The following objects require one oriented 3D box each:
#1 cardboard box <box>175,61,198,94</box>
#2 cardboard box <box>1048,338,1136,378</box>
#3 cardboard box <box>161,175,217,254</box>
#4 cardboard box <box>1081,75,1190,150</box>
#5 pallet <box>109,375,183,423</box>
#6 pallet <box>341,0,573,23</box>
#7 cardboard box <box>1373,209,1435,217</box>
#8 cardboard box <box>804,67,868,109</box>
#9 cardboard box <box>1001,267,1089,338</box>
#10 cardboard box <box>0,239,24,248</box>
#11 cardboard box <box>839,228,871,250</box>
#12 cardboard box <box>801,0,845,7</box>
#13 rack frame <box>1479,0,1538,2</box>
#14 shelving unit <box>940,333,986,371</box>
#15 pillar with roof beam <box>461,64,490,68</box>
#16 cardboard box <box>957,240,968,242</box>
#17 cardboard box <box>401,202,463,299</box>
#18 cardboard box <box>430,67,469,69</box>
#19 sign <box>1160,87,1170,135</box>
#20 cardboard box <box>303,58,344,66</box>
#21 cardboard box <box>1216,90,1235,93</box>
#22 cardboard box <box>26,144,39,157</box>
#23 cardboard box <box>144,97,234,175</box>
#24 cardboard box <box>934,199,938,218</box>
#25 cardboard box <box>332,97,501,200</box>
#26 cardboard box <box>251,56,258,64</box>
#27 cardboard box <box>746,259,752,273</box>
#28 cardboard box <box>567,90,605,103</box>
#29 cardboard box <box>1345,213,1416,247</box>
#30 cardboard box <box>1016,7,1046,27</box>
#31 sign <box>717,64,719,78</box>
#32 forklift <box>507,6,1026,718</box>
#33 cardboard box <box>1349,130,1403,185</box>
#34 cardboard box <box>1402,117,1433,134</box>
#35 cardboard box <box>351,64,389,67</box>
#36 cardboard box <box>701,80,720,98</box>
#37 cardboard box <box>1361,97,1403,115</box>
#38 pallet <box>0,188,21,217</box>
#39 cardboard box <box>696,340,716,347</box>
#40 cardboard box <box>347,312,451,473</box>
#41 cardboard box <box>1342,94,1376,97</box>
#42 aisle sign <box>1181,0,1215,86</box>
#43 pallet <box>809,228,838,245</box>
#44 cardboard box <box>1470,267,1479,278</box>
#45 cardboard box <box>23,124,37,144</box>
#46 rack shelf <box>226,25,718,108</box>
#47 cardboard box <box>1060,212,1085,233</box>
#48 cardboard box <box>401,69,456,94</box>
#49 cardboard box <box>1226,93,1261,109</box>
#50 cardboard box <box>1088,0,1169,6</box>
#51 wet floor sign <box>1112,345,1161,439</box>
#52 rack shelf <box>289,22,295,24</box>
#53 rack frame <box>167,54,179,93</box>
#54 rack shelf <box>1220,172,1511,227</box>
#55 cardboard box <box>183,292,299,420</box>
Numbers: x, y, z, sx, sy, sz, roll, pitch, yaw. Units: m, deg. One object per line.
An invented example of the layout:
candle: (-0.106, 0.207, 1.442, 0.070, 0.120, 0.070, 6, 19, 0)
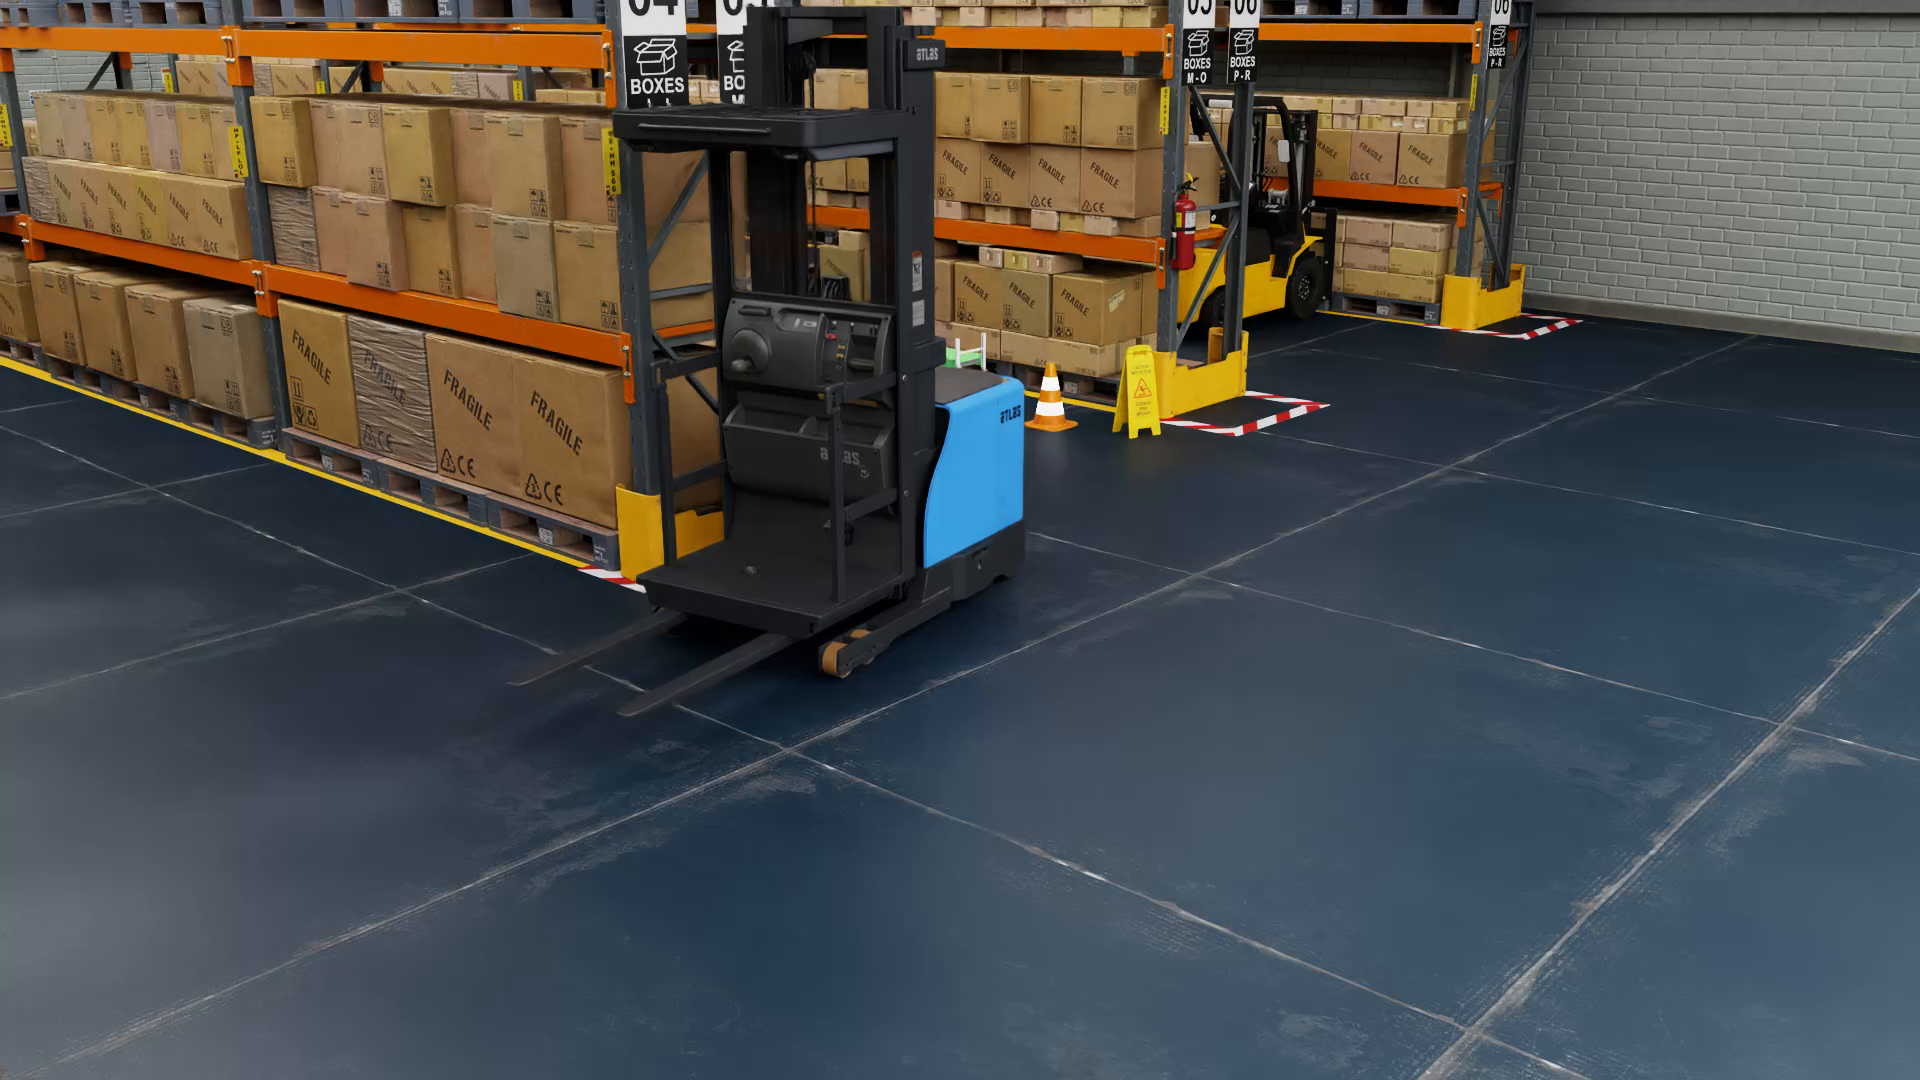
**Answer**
cardboard box: (-9.952, -6.059, 21.927, 0.500, 0.500, 0.500, 14, 23, 38)
cardboard box: (1.044, -1.479, 13.164, 0.500, 0.250, 0.500, 15, 23, 39)
cardboard box: (-5.302, -2.339, 11.859, 0.500, 0.500, 0.500, 15, 23, 39)
cardboard box: (1.318, -3.202, 12.433, 0.500, 0.500, 0.700, 14, 23, 38)
pallet: (-5.900, -1.200, 13.043, 1.213, 0.211, 1.003, 15, 23, 39)
pallet: (-2.843, -3.122, 9.678, 1.213, 0.211, 1.003, 15, 23, 39)
cardboard box: (4.527, -3.212, 16.972, 0.500, 0.250, 0.500, 15, 23, 39)
cardboard box: (-0.961, -3.815, 14.363, 0.500, 0.500, 0.700, 15, 23, 39)
cardboard box: (0.680, -1.936, 13.365, 0.500, 0.500, 0.500, 16, 24, 41)
cardboard box: (-8.419, -2.492, 14.704, 0.500, 0.250, 0.500, 15, 23, 40)
cardboard box: (-0.831, -2.624, 14.461, 0.250, 0.149, 0.380, 15, 23, 40)
cardboard box: (-0.999, -4.636, 14.058, 0.500, 0.250, 0.500, 14, 23, 38)
rack frame: (5.137, -6.466, 15.111, 0.127, 3.000, 1.000, 15, 23, 39)
shelving unit: (-0.124, -0.605, 9.535, 0.503, 1.200, 0.258, 15, 23, 39)
pillar with roof beam: (-11.106, -9.450, 24.513, 0.400, 9.000, 9.100, 15, 23, 39)
cardboard box: (0.105, -4.024, 20.563, 0.625, 0.625, 0.875, 16, 24, 41)
cardboard box: (-2.858, -1.822, 10.146, 0.500, 0.550, 0.875, 15, 23, 39)
cardboard box: (-5.871, -5.175, 19.142, 0.500, 0.500, 0.500, 16, 24, 41)
sign: (1.462, -3.064, 11.871, 0.005, 0.325, 0.100, 15, 23, 39)
cardboard box: (-7.572, -5.716, 19.773, 0.250, 0.149, 0.380, 14, 23, 38)
cardboard box: (2.952, -4.803, 18.058, 0.250, 0.149, 0.380, 15, 23, 39)
cardboard box: (-7.983, -3.421, 14.661, 0.250, 0.149, 0.380, 14, 22, 38)
cardboard box: (-5.496, -2.973, 12.202, 0.500, 0.500, 0.700, 15, 23, 40)
cardboard box: (-0.173, -2.772, 13.802, 0.250, 0.149, 0.380, 15, 23, 40)
cardboard box: (-3.302, -2.427, 10.266, 0.550, 0.550, 0.875, 15, 23, 39)
cardboard box: (-8.680, -6.033, 20.771, 0.250, 0.149, 0.380, 15, 23, 39)
cardboard box: (-2.080, -2.482, 16.124, 0.950, 0.372, 0.625, -17, 24, -42)
cardboard box: (-3.561, -4.233, 16.640, 0.500, 0.500, 0.500, 17, 24, 42)
cardboard box: (4.200, -3.096, 16.607, 0.500, 0.250, 0.500, 16, 23, 40)
cardboard box: (0.646, -4.010, 12.746, 0.250, 0.149, 0.380, 15, 23, 39)
sign: (-3.472, -6.694, 23.833, 0.005, 0.325, 0.100, 15, 23, 39)
forklift: (-0.837, -0.923, 7.674, 1.130, 2.935, 3.031, 10, 20, 29)
cardboard box: (4.213, -3.800, 16.462, 0.500, 0.500, 0.500, 16, 24, 41)
cardboard box: (4.481, -4.015, 16.065, 0.250, 0.149, 0.380, 16, 23, 40)
cardboard box: (-7.325, -5.567, 20.377, 0.500, 0.500, 0.500, 15, 23, 40)
cardboard box: (-2.166, -4.162, 15.344, 0.250, 0.149, 0.380, 14, 22, 38)
cardboard box: (4.174, -4.285, 16.427, 0.250, 0.149, 0.380, 15, 23, 40)
pallet: (-7.952, -2.977, 14.350, 1.003, 0.211, 1.213, 15, 23, 39)
cardboard box: (-1.854, -1.324, 12.726, 0.503, 0.637, 0.797, 15, 23, 39)
cardboard box: (-3.256, -1.011, 10.657, 0.875, 0.875, 0.875, 15, 23, 40)
cardboard box: (4.128, -4.507, 17.124, 0.250, 0.149, 0.380, 14, 23, 38)
aisle sign: (1.699, -3.644, 11.838, 0.004, 0.787, 0.394, 15, 23, 39)
pallet: (-1.380, -4.042, 22.001, 1.213, 0.211, 1.003, 15, 23, 39)
cardboard box: (4.900, -2.639, 16.821, 0.500, 0.250, 0.500, 15, 23, 39)
cardboard box: (-8.146, -3.607, 14.755, 0.250, 0.149, 0.380, 14, 22, 37)
rack shelf: (-2.861, -2.831, 9.805, 4.000, 0.370, 1.077, 15, 23, 39)
cardboard box: (0.983, -2.472, 12.858, 0.250, 0.149, 0.380, 15, 23, 38)
cardboard box: (-5.829, -4.964, 18.476, 0.500, 0.500, 0.500, 15, 23, 38)
cardboard box: (2.976, -4.575, 17.340, 0.250, 0.149, 0.380, 15, 23, 38)
cardboard box: (1.284, -4.025, 12.133, 0.500, 0.250, 0.500, 15, 23, 39)
wet floor sign: (1.277, -1.081, 11.950, 0.267, 0.644, 0.232, -9, 20, -27)
rack shelf: (-8.626, -6.381, 20.989, 4.000, 0.370, 1.077, 15, 23, 39)
rack frame: (-10.122, -5.696, 22.600, 0.127, 3.000, 1.000, 15, 23, 39)
rack shelf: (3.641, -3.666, 17.392, 4.000, 0.370, 1.077, 15, 23, 39)
cardboard box: (-4.881, -1.378, 12.020, 0.750, 0.750, 1.050, 15, 23, 39)
